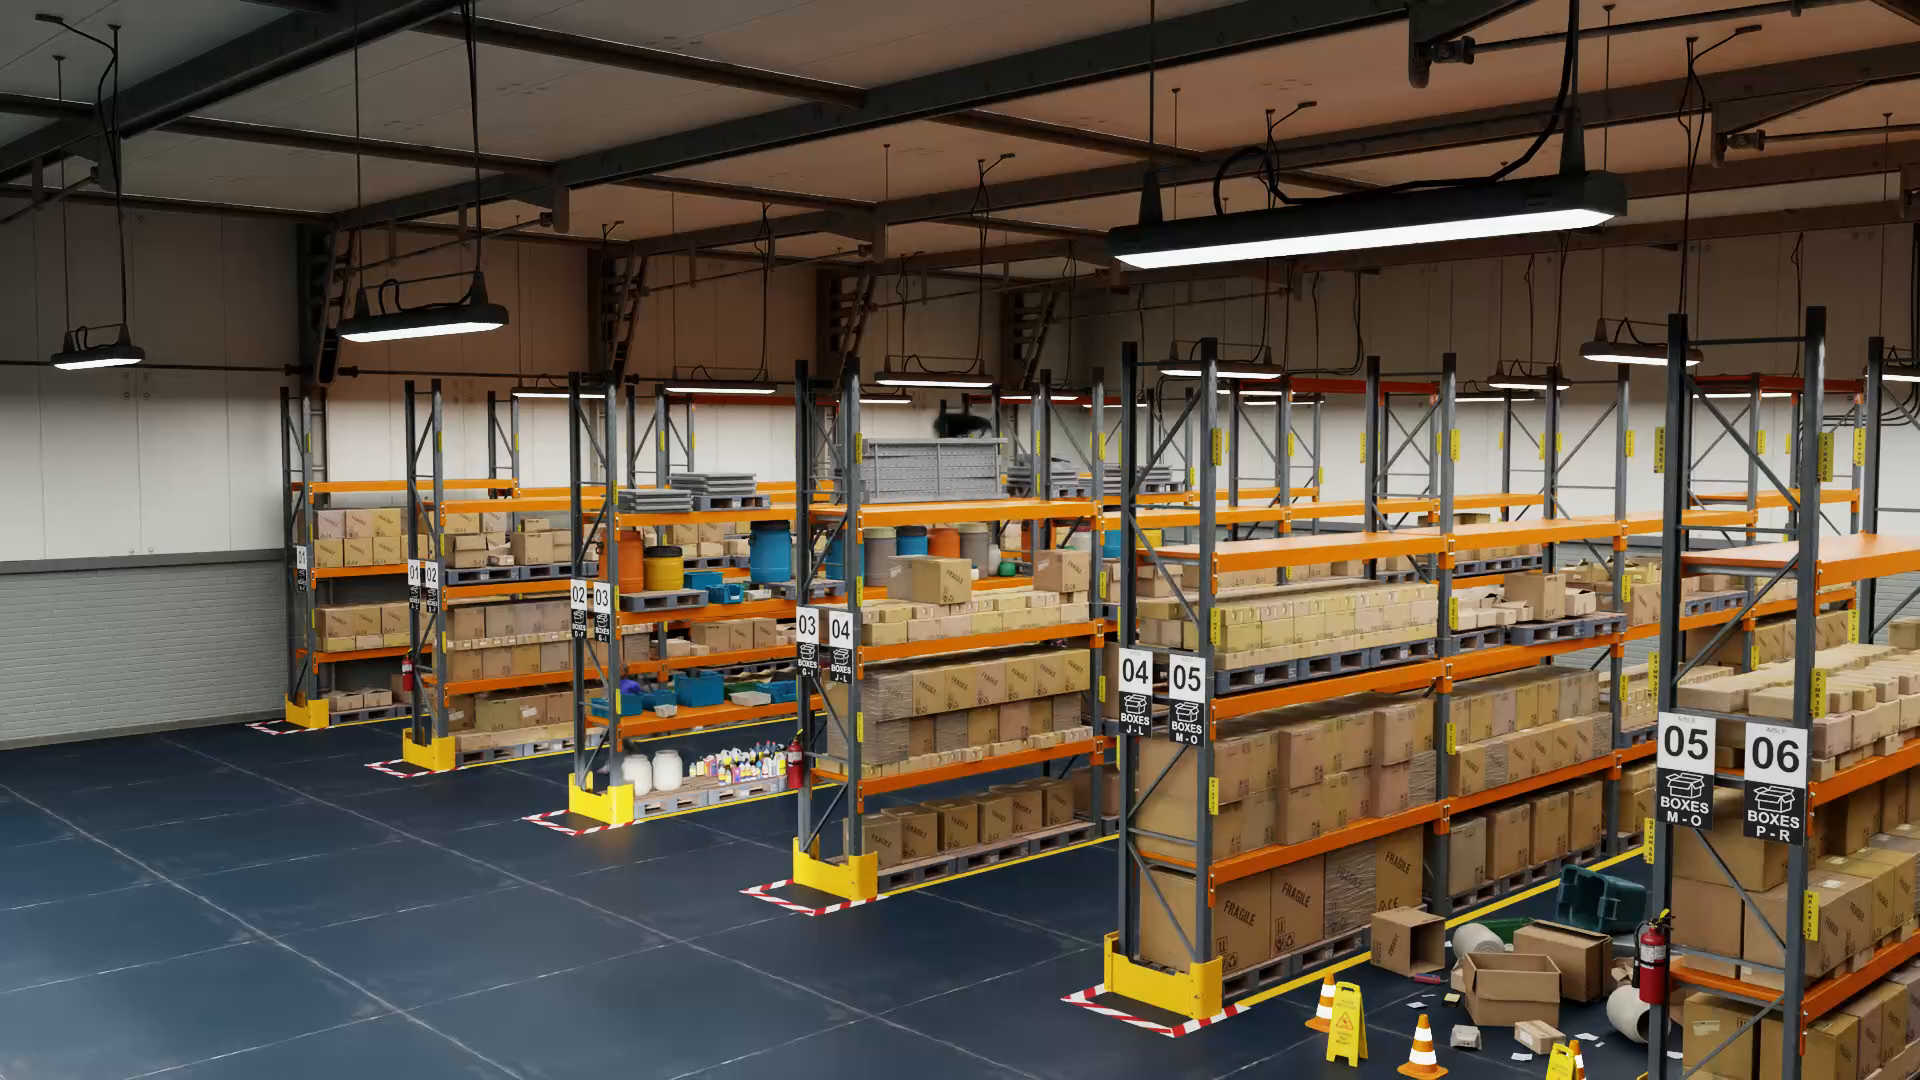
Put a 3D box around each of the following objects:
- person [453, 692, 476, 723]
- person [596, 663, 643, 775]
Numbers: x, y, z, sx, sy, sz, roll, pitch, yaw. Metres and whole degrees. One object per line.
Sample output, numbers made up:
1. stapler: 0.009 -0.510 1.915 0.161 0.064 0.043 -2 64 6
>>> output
1. person: -8.412 2.501 28.088 0.690 1.733 0.702 4 5 45
2. person: -5.176 2.710 25.479 0.618 1.647 0.958 2 4 30
